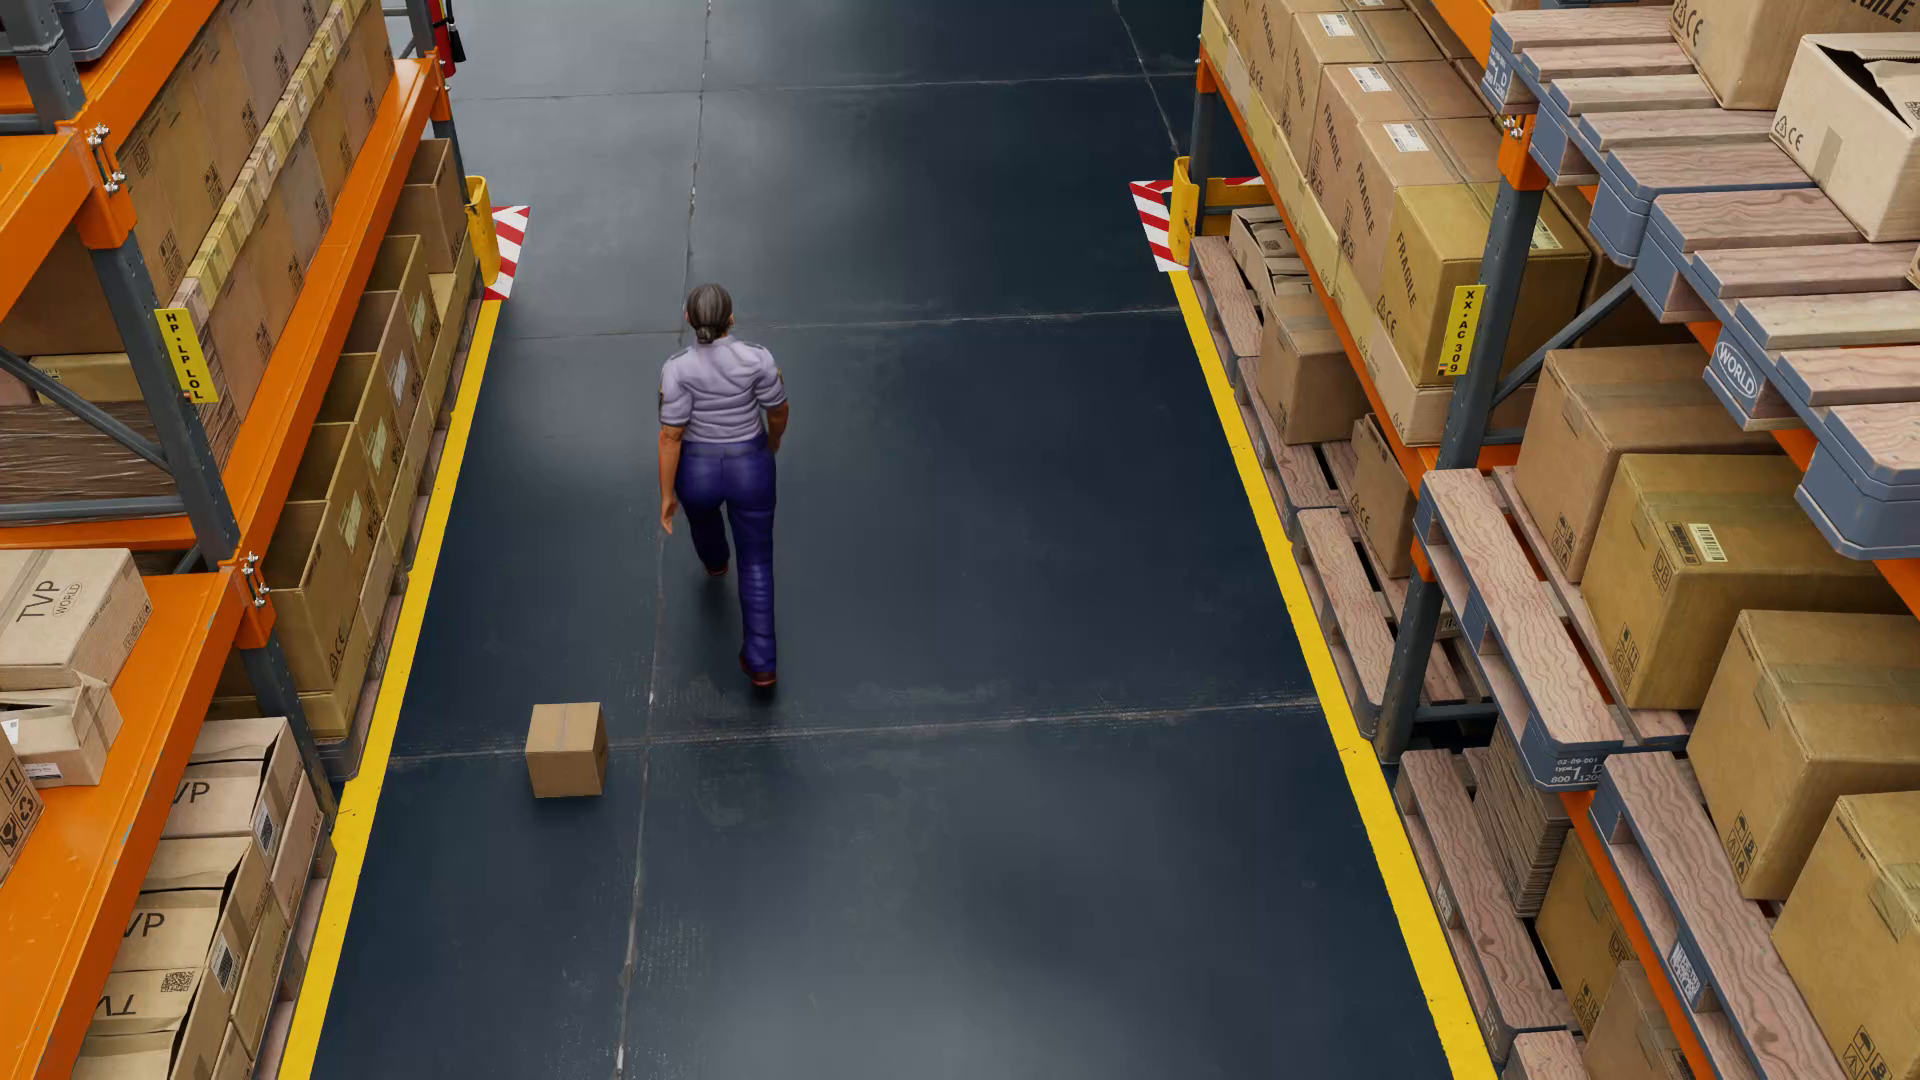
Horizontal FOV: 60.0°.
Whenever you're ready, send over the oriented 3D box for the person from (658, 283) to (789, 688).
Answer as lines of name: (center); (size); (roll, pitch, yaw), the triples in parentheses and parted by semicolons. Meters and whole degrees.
person: (-0.915, -0.298, 6.537); (0.513, 1.573, 1.073); (-3, 39, -4)
